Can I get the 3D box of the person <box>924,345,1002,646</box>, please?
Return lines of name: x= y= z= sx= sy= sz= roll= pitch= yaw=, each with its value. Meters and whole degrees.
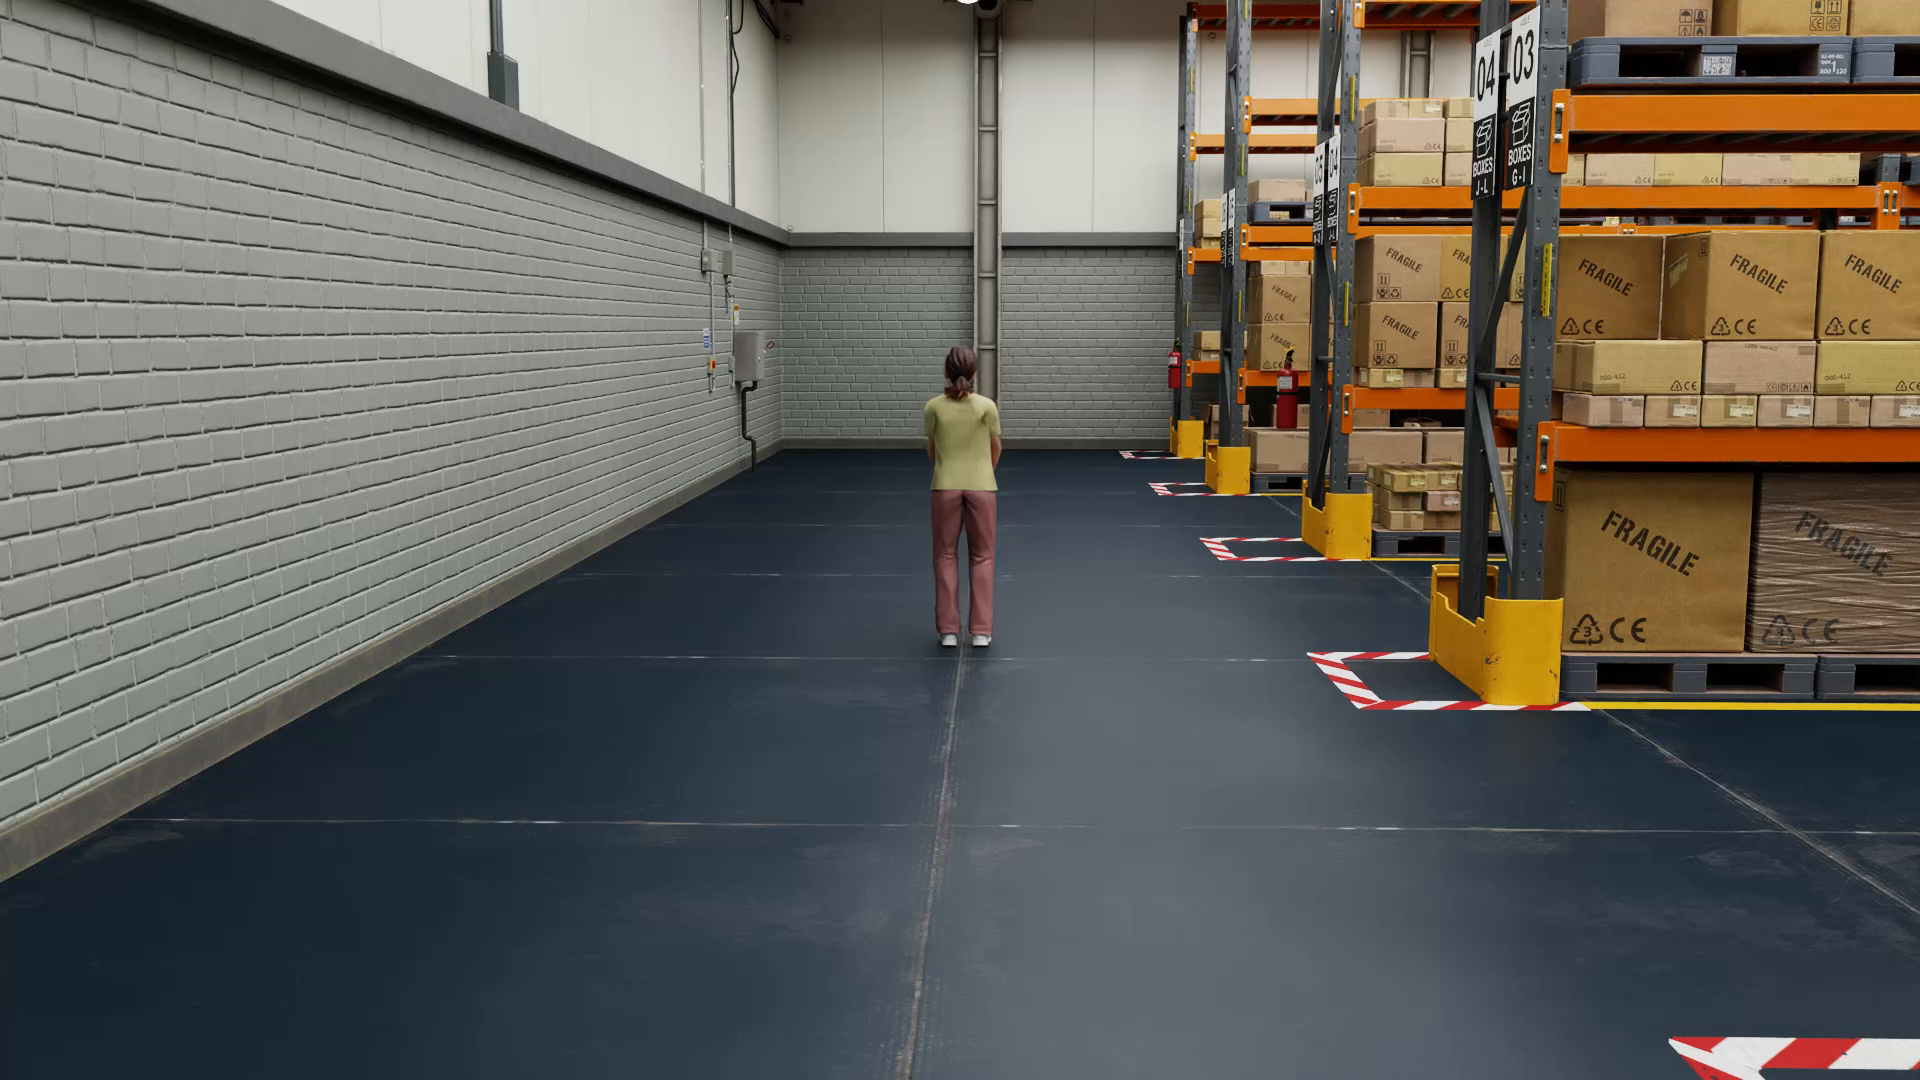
person: x=0.018 y=-0.243 z=9.224 sx=0.426 sy=1.665 sz=0.549 roll=0 pitch=7 yaw=2
